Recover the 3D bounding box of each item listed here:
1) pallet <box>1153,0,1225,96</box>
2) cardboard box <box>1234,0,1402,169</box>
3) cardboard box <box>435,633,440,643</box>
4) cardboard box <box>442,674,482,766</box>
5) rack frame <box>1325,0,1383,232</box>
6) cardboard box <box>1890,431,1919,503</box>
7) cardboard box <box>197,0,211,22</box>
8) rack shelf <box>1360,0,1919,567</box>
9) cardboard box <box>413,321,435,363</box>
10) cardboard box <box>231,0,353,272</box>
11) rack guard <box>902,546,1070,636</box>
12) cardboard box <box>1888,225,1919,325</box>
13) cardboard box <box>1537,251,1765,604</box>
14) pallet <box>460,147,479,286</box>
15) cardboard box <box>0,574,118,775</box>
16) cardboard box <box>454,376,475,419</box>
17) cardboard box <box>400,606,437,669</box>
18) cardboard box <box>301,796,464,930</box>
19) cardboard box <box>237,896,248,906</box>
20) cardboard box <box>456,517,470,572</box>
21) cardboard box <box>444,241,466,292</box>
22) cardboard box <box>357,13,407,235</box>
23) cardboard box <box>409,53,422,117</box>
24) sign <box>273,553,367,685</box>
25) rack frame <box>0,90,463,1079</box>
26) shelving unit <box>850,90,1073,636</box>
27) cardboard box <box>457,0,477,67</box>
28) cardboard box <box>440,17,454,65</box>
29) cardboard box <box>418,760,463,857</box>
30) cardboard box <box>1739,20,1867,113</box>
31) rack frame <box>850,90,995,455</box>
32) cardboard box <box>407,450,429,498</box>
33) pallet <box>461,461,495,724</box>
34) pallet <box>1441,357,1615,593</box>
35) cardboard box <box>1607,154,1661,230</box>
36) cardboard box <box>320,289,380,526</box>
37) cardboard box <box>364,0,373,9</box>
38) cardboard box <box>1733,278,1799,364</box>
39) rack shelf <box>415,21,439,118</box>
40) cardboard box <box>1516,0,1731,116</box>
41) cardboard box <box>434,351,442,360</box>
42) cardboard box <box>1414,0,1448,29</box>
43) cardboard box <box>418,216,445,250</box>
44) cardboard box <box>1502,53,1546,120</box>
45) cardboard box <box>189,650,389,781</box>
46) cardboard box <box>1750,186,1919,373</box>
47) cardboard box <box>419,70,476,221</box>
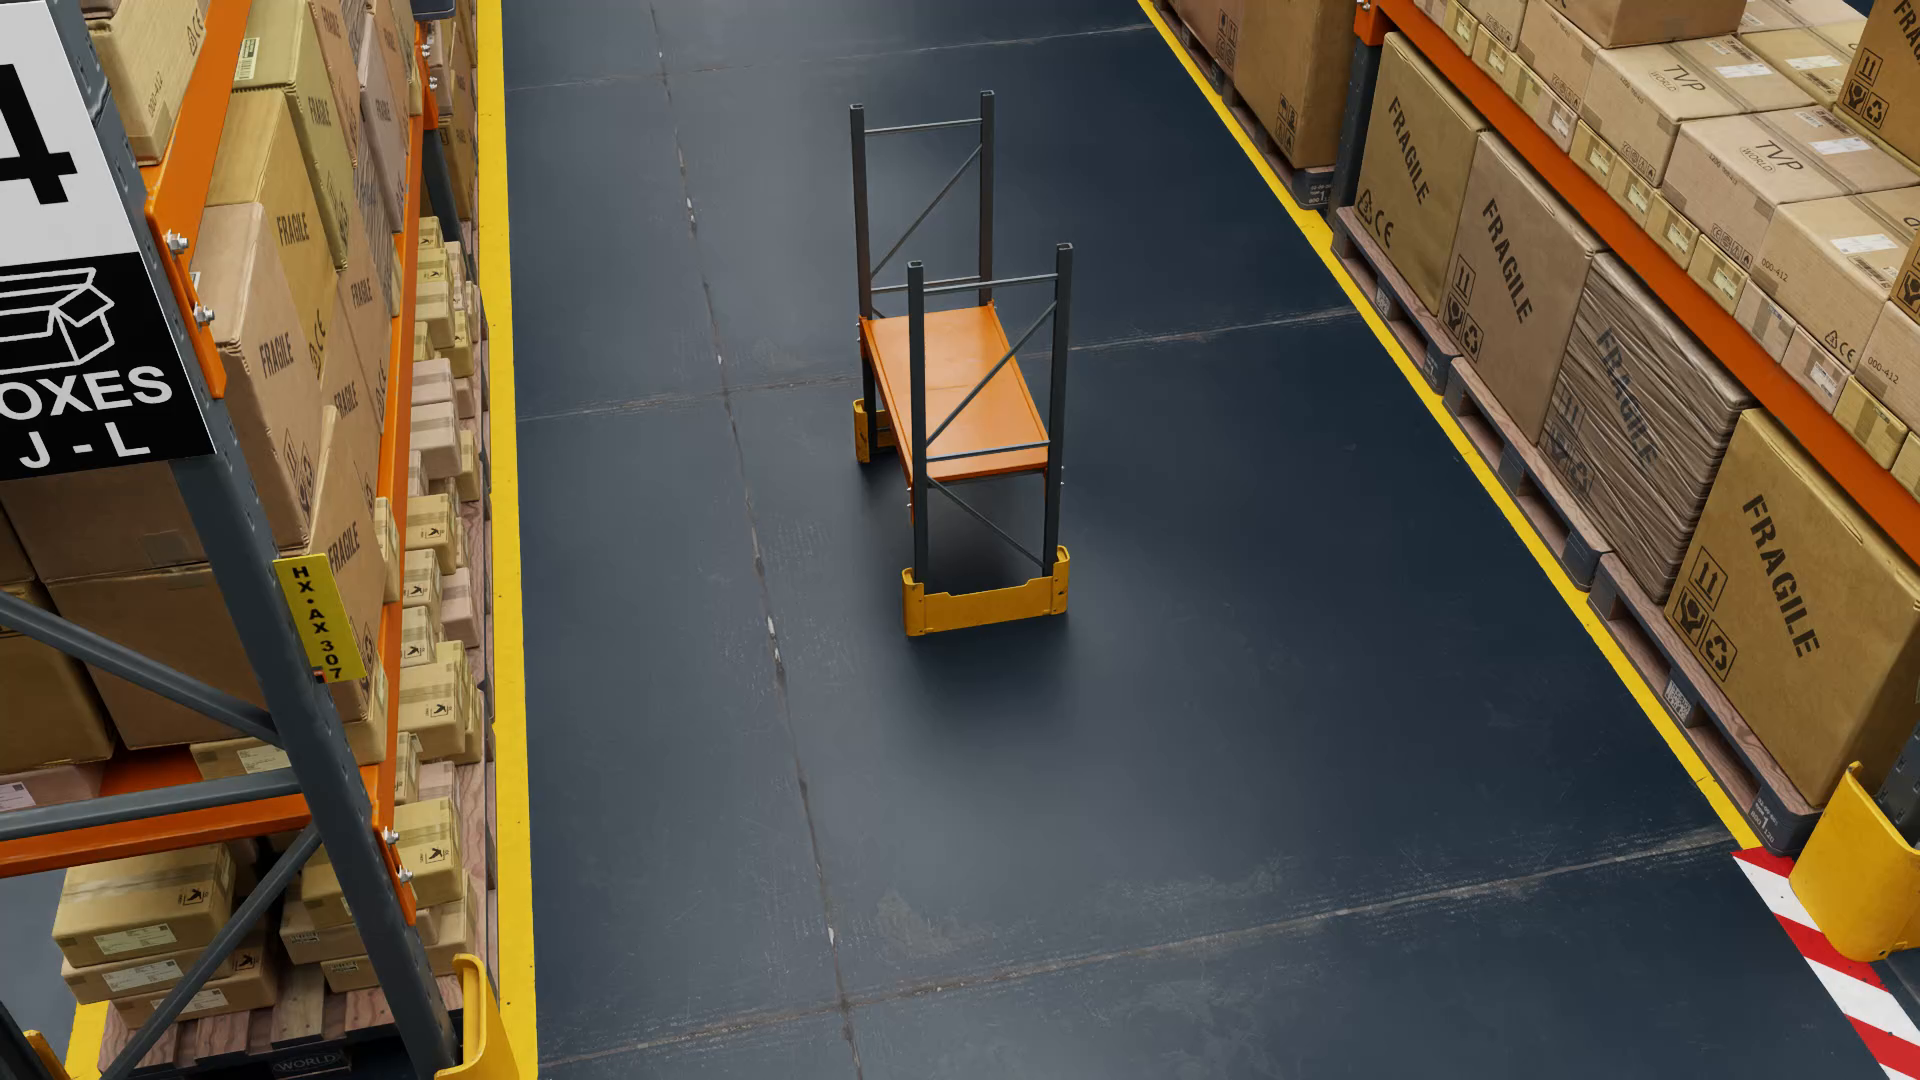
[{"bbox_3d":[1.746,-2.921,9.382,1.003,0.211,1.213,-8,42,-9],"label":"pallet"},{"bbox_3d":[2.095,-2.456,8.042,1.225,0.875,0.875,-8,42,-9],"label":"cardboard box"},{"bbox_3d":[-1.854,0.306,5.253,0.380,0.149,0.250,-10,43,-11],"label":"cardboard box"},{"bbox_3d":[-1.694,0.580,5.168,0.380,0.149,0.250,-8,42,-9],"label":"cardboard box"},{"bbox_3d":[2.253,-2.682,7.012,1.000,3.000,0.127,-8,42,-9],"label":"rack frame"},{"bbox_3d":[2.718,-0.179,4.381,0.380,0.149,0.250,-8,42,-8],"label":"cardboard box"},{"bbox_3d":[-1.705,-1.179,3.172,0.500,0.250,0.500,-7,42,-8],"label":"cardboard box"},{"bbox_3d":[2.685,-1.117,5.790,1.077,0.370,4.000,-8,42,-9],"label":"rack shelf"},{"bbox_3d":[-2.146,-0.657,6.114,0.380,0.149,0.250,-7,42,-8],"label":"cardboard box"},{"bbox_3d":[-1.792,-0.962,4.022,0.500,0.500,0.500,-9,42,-10],"label":"cardboard box"},{"bbox_3d":[0.091,0.180,5.859,0.587,0.250,0.087,-8,42,-9],"label":"rack guard"},{"bbox_3d":[2.755,-0.703,4.106,0.500,0.500,0.500,-8,42,-9],"label":"cardboard box"},{"bbox_3d":[2.704,-0.445,5.776,0.875,0.875,0.875,-8,42,-9],"label":"cardboard box"},{"bbox_3d":[-2.781,-1.498,7.779,1.003,0.211,1.213,-8,42,-9],"label":"pallet"},{"bbox_3d":[-2.097,0.153,3.519,0.500,0.500,0.500,-8,42,-8],"label":"cardboard box"},{"bbox_3d":[-2.100,-0.580,6.475,0.380,0.149,0.250,-10,43,-11],"label":"cardboard box"},{"bbox_3d":[-1.770,0.362,4.965,0.380,0.149,0.250,-10,43,-11],"label":"cardboard box"},{"bbox_3d":[-1.530,0.854,4.411,0.380,0.149,0.250,-10,43,-11],"label":"cardboard box"},{"bbox_3d":[-2.220,1.002,4.693,0.380,0.149,0.250,-7,42,-8],"label":"cardboard box"},{"bbox_3d":[-1.896,0.079,5.733,0.380,0.149,0.250,-8,42,-9],"label":"cardboard box"},{"bbox_3d":[-2.233,-1.080,6.815,0.380,0.149,0.250,-8,42,-8],"label":"cardboard box"},{"bbox_3d":[-2.015,-1.253,5.103,0.500,0.500,0.500,-9,42,-10],"label":"cardboard box"},{"bbox_3d":[-2.160,-1.640,6.027,0.380,0.149,0.250,-9,42,-10],"label":"cardboard box"},{"bbox_3d":[-1.219,0.154,3.164,0.100,0.325,0.005,-8,42,-9],"label":"sign"},{"bbox_3d":[-1.748,0.556,3.364,1.000,3.000,0.127,-8,42,-9],"label":"rack frame"},{"bbox_3d":[-0.016,-0.610,5.808,0.587,1.500,1.083,-8,42,-9],"label":"shelving unit"},{"bbox_3d":[-2.839,-2.785,8.695,0.500,0.500,0.500,-10,43,-11],"label":"cardboard box"},{"bbox_3d":[-2.631,-2.401,7.697,0.500,0.250,0.500,-7,42,-8],"label":"cardboard box"},{"bbox_3d":[-1.615,0.792,4.705,0.380,0.149,0.250,-9,42,-9],"label":"cardboard box"},{"bbox_3d":[2.935,-1.494,5.562,0.500,0.250,0.500,-9,42,-10],"label":"cardboard box"},{"bbox_3d":[-0.128,-0.946,6.186,0.500,1.500,0.032,-8,42,-9],"label":"rack frame"},{"bbox_3d":[-1.981,-0.145,5.537,0.380,0.149,0.250,-8,42,-9],"label":"cardboard box"},{"bbox_3d":[-2.166,0.229,5.833,1.003,0.211,1.213,-8,42,-9],"label":"pallet"},{"bbox_3d":[2.608,-0.343,6.477,1.003,0.211,1.213,-8,42,-9],"label":"pallet"},{"bbox_3d":[2.388,-1.170,5.498,0.380,0.149,0.250,-8,42,-8],"label":"cardboard box"},{"bbox_3d":[-1.716,-0.266,3.991,0.500,0.500,0.500,-8,42,-9],"label":"cardboard box"},{"bbox_3d":[-2.129,-1.959,5.145,0.500,0.500,0.500,-10,42,-11],"label":"cardboard box"},{"bbox_3d":[2.554,-0.673,4.938,0.380,0.149,0.250,-8,42,-9],"label":"cardboard box"},{"bbox_3d":[-3.044,-3.064,7.984,1.077,0.370,4.000,-8,42,-9],"label":"rack shelf"},{"bbox_3d":[2.318,-1.737,5.836,0.500,0.250,0.500,-7,42,-8],"label":"cardboard box"},{"bbox_3d":[-2.129,-0.559,6.227,0.380,0.149,0.250,-8,42,-9],"label":"cardboard box"},{"bbox_3d":[2.049,-2.178,6.634,0.380,0.149,0.250,-10,43,-11],"label":"cardboard box"},{"bbox_3d":[-2.281,-1.157,6.677,0.380,0.149,0.250,-7,42,-8],"label":"cardboard box"},{"bbox_3d":[2.220,-1.672,6.063,0.380,0.149,0.250,-9,42,-10],"label":"cardboard box"},{"bbox_3d":[-1.498,0.393,3.737,0.380,0.149,0.250,-9,42,-10],"label":"cardboard box"},{"bbox_3d":[2.644,-0.749,4.724,0.500,0.250,0.500,-9,42,-10],"label":"cardboard box"},{"bbox_3d":[-2.512,-1.776,7.558,0.500,0.500,0.500,-7,42,-8],"label":"cardboard box"}]
